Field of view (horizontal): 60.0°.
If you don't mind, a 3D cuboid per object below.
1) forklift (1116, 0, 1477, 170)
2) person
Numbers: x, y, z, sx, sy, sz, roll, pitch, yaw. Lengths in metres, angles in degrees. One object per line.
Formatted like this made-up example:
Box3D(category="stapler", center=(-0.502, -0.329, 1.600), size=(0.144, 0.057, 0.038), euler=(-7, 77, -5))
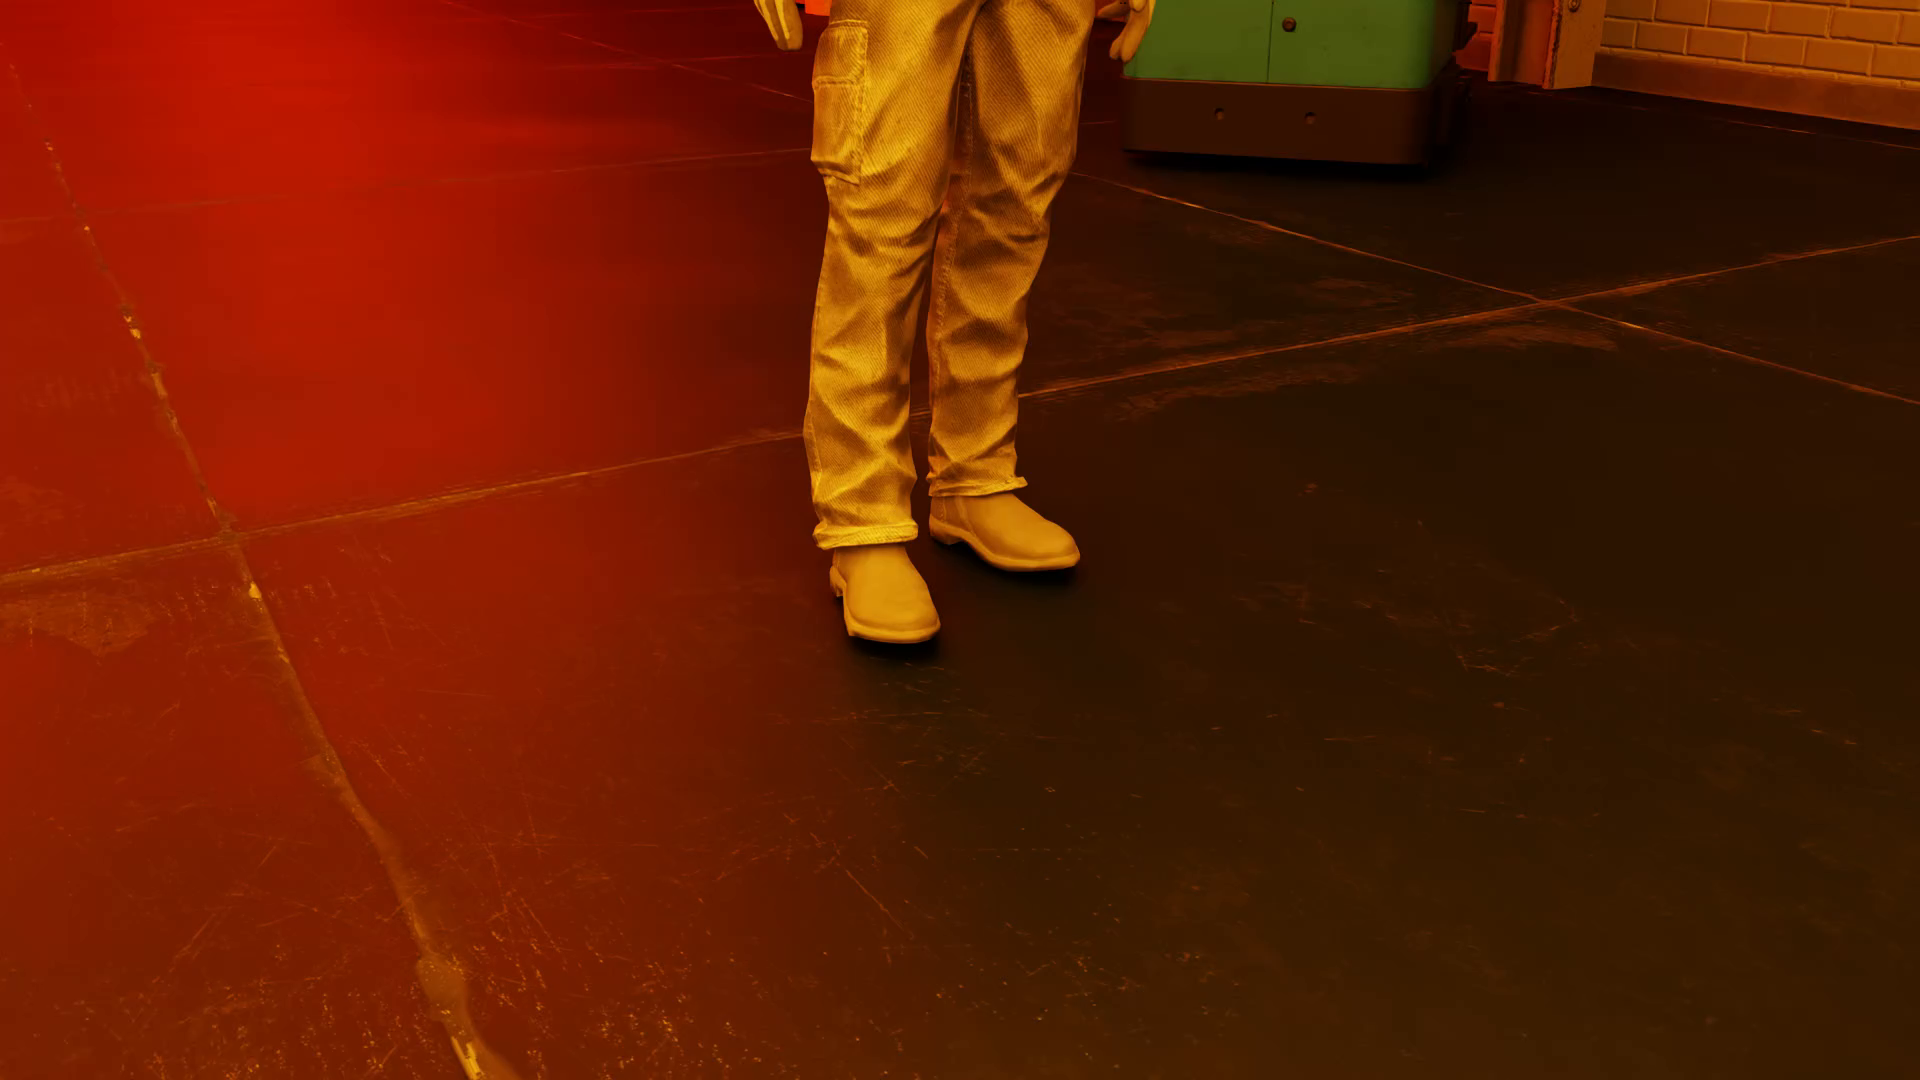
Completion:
Box3D(category="forklift", center=(1.514, -3.110, 6.353), size=(1.130, 2.935, 3.031), euler=(8, 24, 18))
Box3D(category="person", center=(0.030, -0.806, 2.232), size=(0.656, 1.784, 0.575), euler=(-12, 25, -28))
